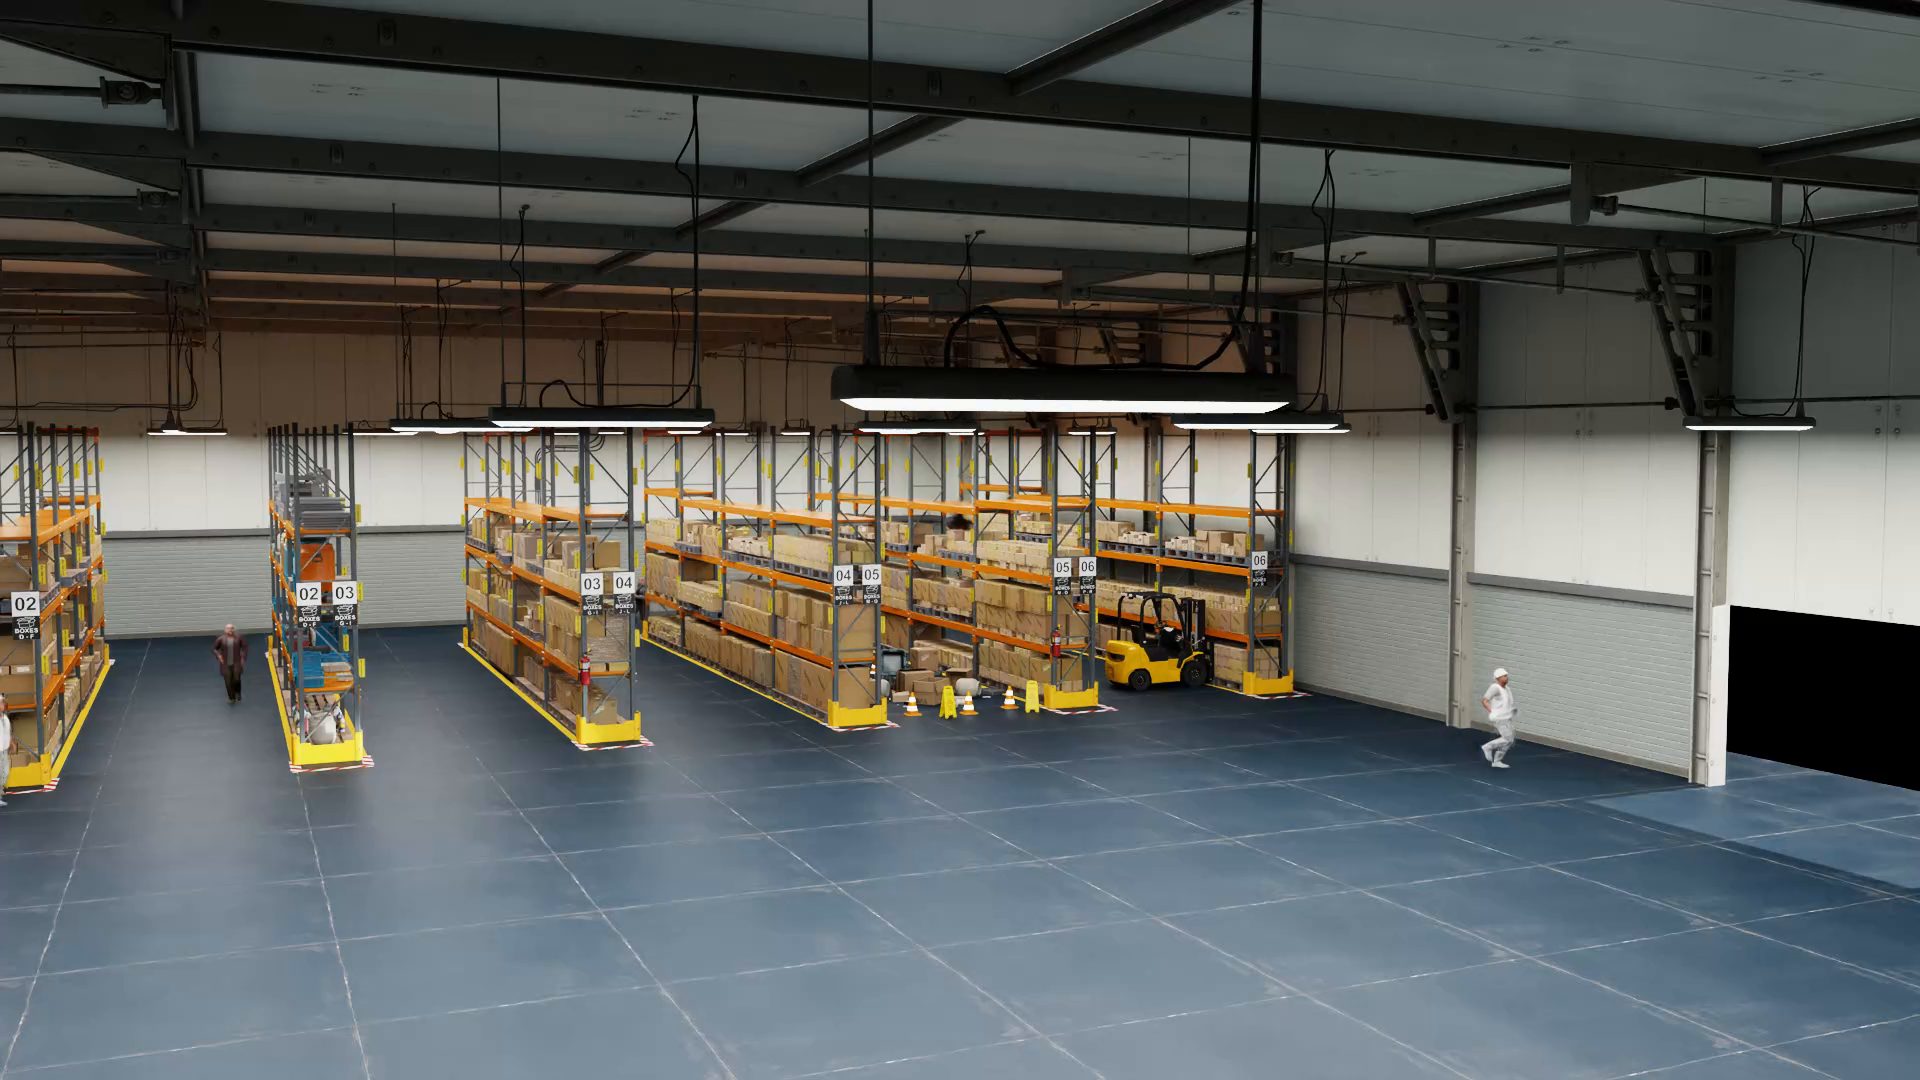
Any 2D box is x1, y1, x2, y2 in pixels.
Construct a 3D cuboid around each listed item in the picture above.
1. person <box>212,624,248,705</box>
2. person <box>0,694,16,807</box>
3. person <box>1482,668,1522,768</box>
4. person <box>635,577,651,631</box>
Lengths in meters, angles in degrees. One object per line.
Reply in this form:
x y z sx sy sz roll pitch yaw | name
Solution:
-15.690 2.667 35.750 0.716 1.743 0.630 -1 4 -21 | person
-15.126 3.270 26.027 0.681 1.727 0.725 0 3 5 | person
9.404 3.094 28.856 0.596 1.734 0.687 3 5 41 | person
-9.289 1.932 48.589 0.747 1.751 0.705 -3 5 -43 | person
